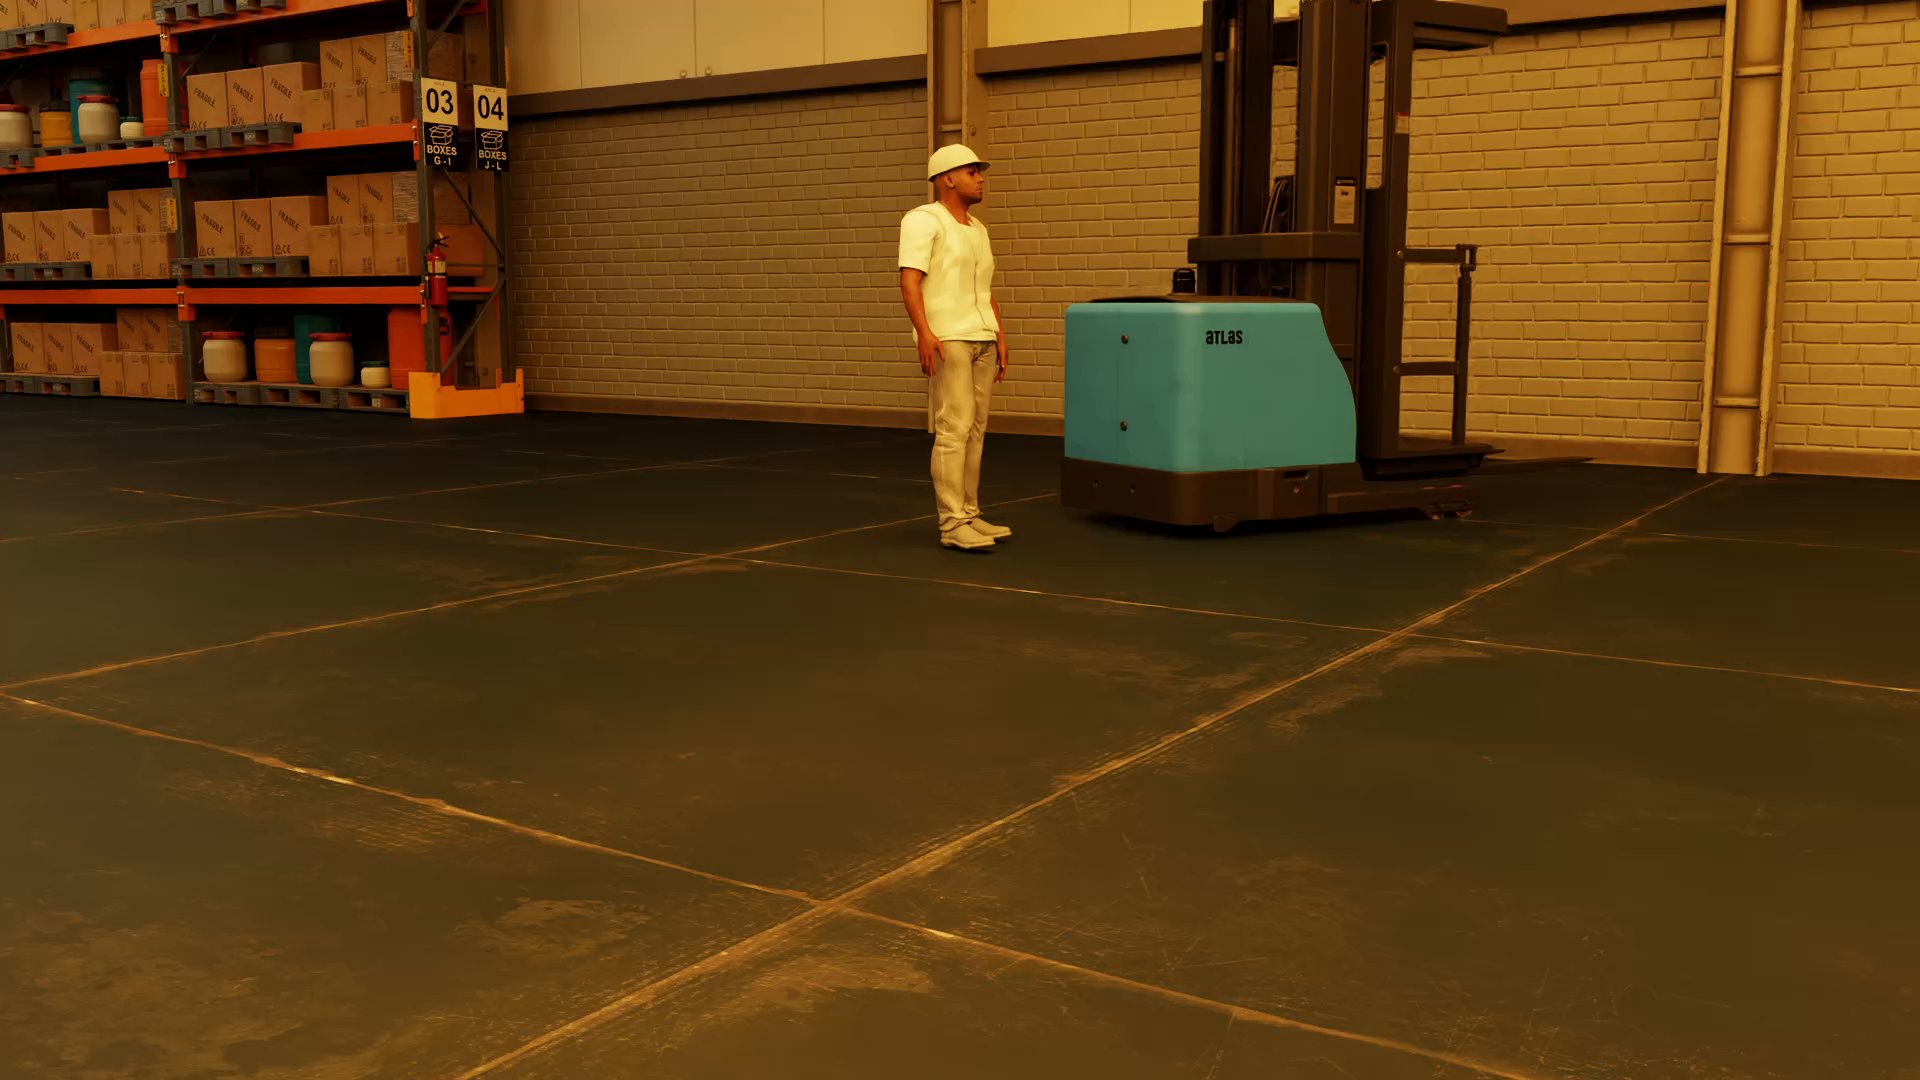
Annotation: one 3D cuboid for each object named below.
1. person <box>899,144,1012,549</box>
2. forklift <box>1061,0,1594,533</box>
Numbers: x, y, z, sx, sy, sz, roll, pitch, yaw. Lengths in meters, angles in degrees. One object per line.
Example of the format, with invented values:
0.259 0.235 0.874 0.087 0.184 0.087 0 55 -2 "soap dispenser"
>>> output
0.056 -0.875 7.435 0.574 1.769 0.665 5 10 34 "person"
2.036 -1.612 8.531 3.031 2.935 1.130 -5 9 -31 "forklift"
